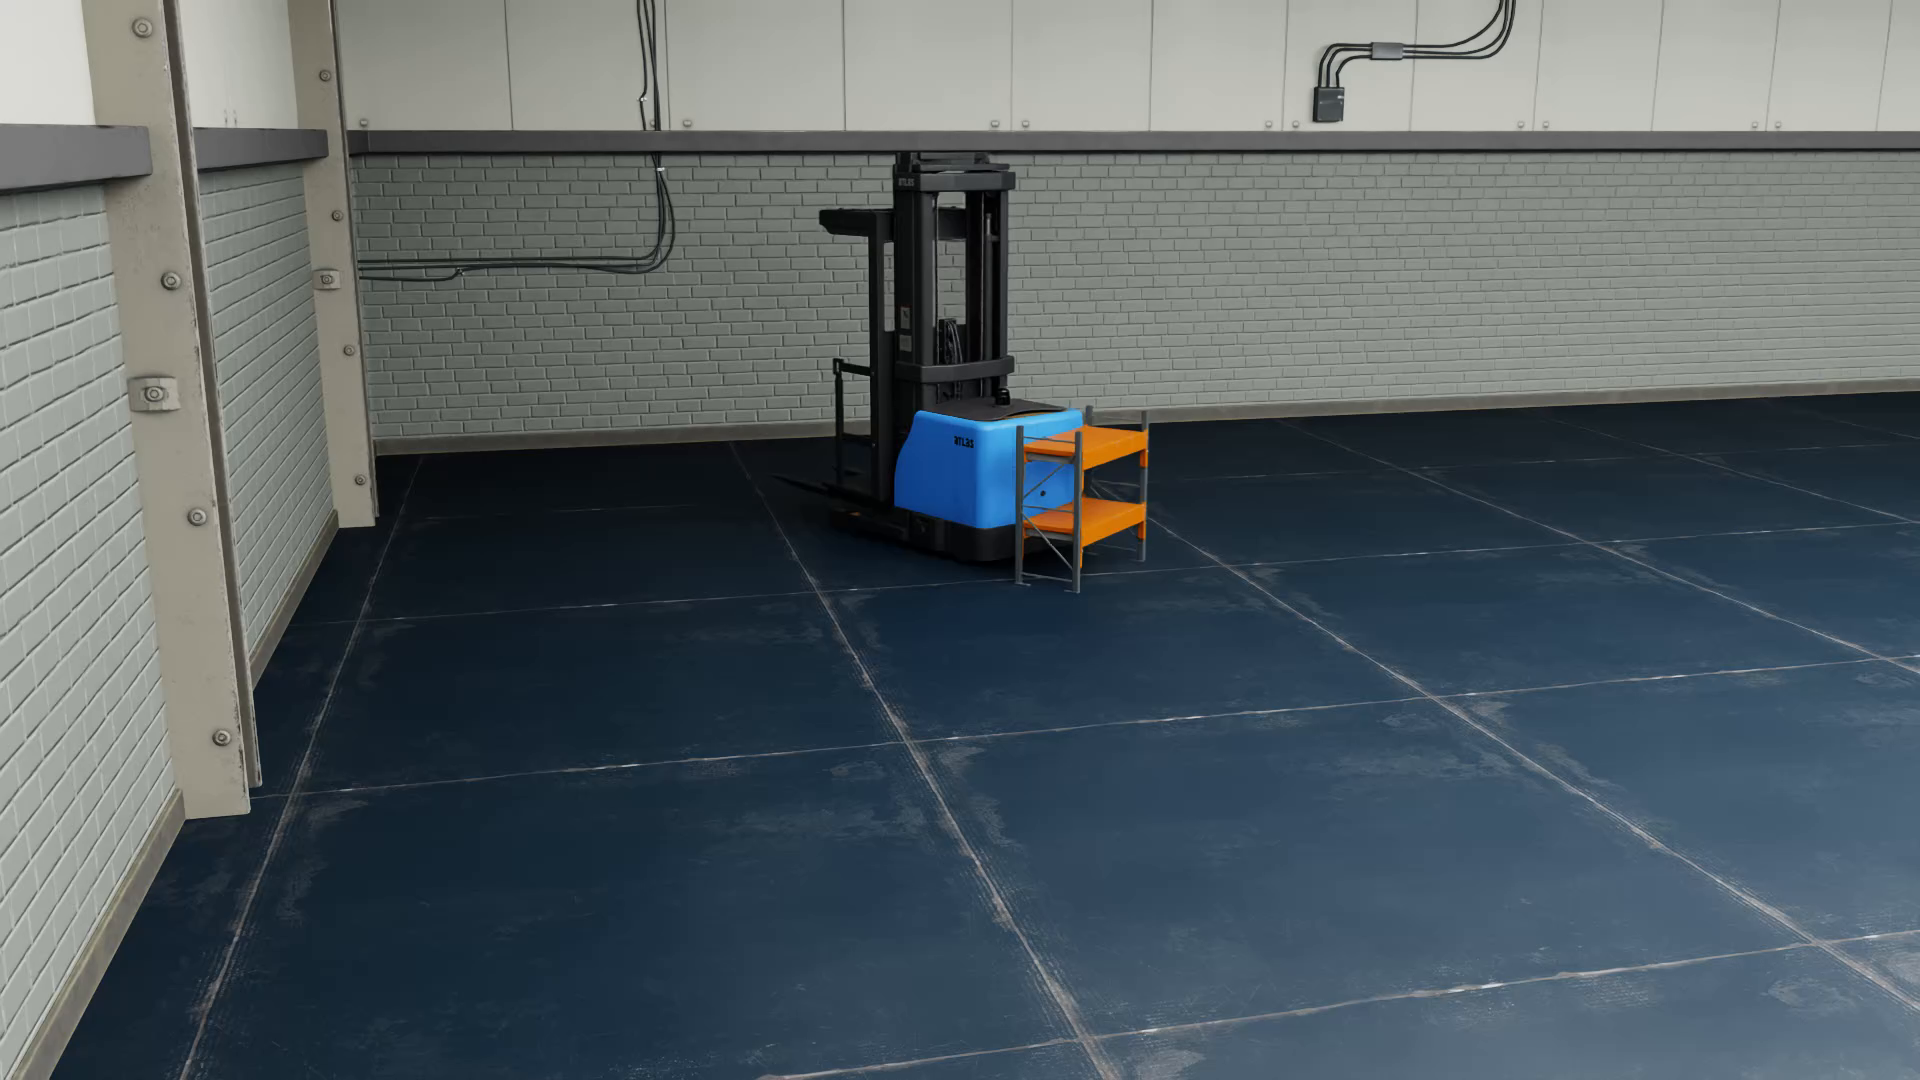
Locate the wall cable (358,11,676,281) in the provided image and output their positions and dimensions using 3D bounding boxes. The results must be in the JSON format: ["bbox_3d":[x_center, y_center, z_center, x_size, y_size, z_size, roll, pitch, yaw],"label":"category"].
[{"bbox_3d":[-4.316,-3.766,15.925,3.097,2.526,0.112,-3,14,-13],"label":"wall cable"}]

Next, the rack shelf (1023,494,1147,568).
[{"bbox_3d":[0.876,-0.075,11.894,0.538,0.278,1.000,8,16,31],"label":"rack shelf"}]

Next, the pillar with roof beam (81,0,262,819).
[{"bbox_3d":[0.684,-3.377,7.789,9.100,9.000,0.400,-3,14,-13],"label":"pillar with roof beam"}]

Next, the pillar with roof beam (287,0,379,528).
[{"bbox_3d":[-0.725,-4.761,13.455,9.100,9.000,0.400,-3,14,-13],"label":"pillar with roof beam"}]

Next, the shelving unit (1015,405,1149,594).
[{"bbox_3d":[0.876,-0.313,11.836,0.538,1.125,1.048,8,16,31],"label":"shelving unit"}]

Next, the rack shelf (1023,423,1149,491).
[{"bbox_3d":[0.876,-0.597,11.767,0.538,0.278,1.000,8,16,31],"label":"rack shelf"}]

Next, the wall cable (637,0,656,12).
[{"bbox_3d":[-1.687,-6.370,15.943,3.097,2.526,0.112,-3,14,-13],"label":"wall cable"}]

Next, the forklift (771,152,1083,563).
[{"bbox_3d":[-0.399,-1.545,13.077,1.130,2.935,3.031,-11,18,-38],"label":"forklift"}]

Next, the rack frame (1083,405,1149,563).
[{"bbox_3d":[1.147,-0.415,12.254,0.500,1.125,0.032,8,16,31],"label":"rack frame"}]

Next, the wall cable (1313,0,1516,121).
[{"bbox_3d":[4.915,-7.452,17.304,2.305,6.003,0.169,-3,14,-13],"label":"wall cable"}]

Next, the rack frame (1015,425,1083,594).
[{"bbox_3d":[0.605,-0.210,11.418,0.500,1.125,0.032,8,16,31],"label":"rack frame"}]
